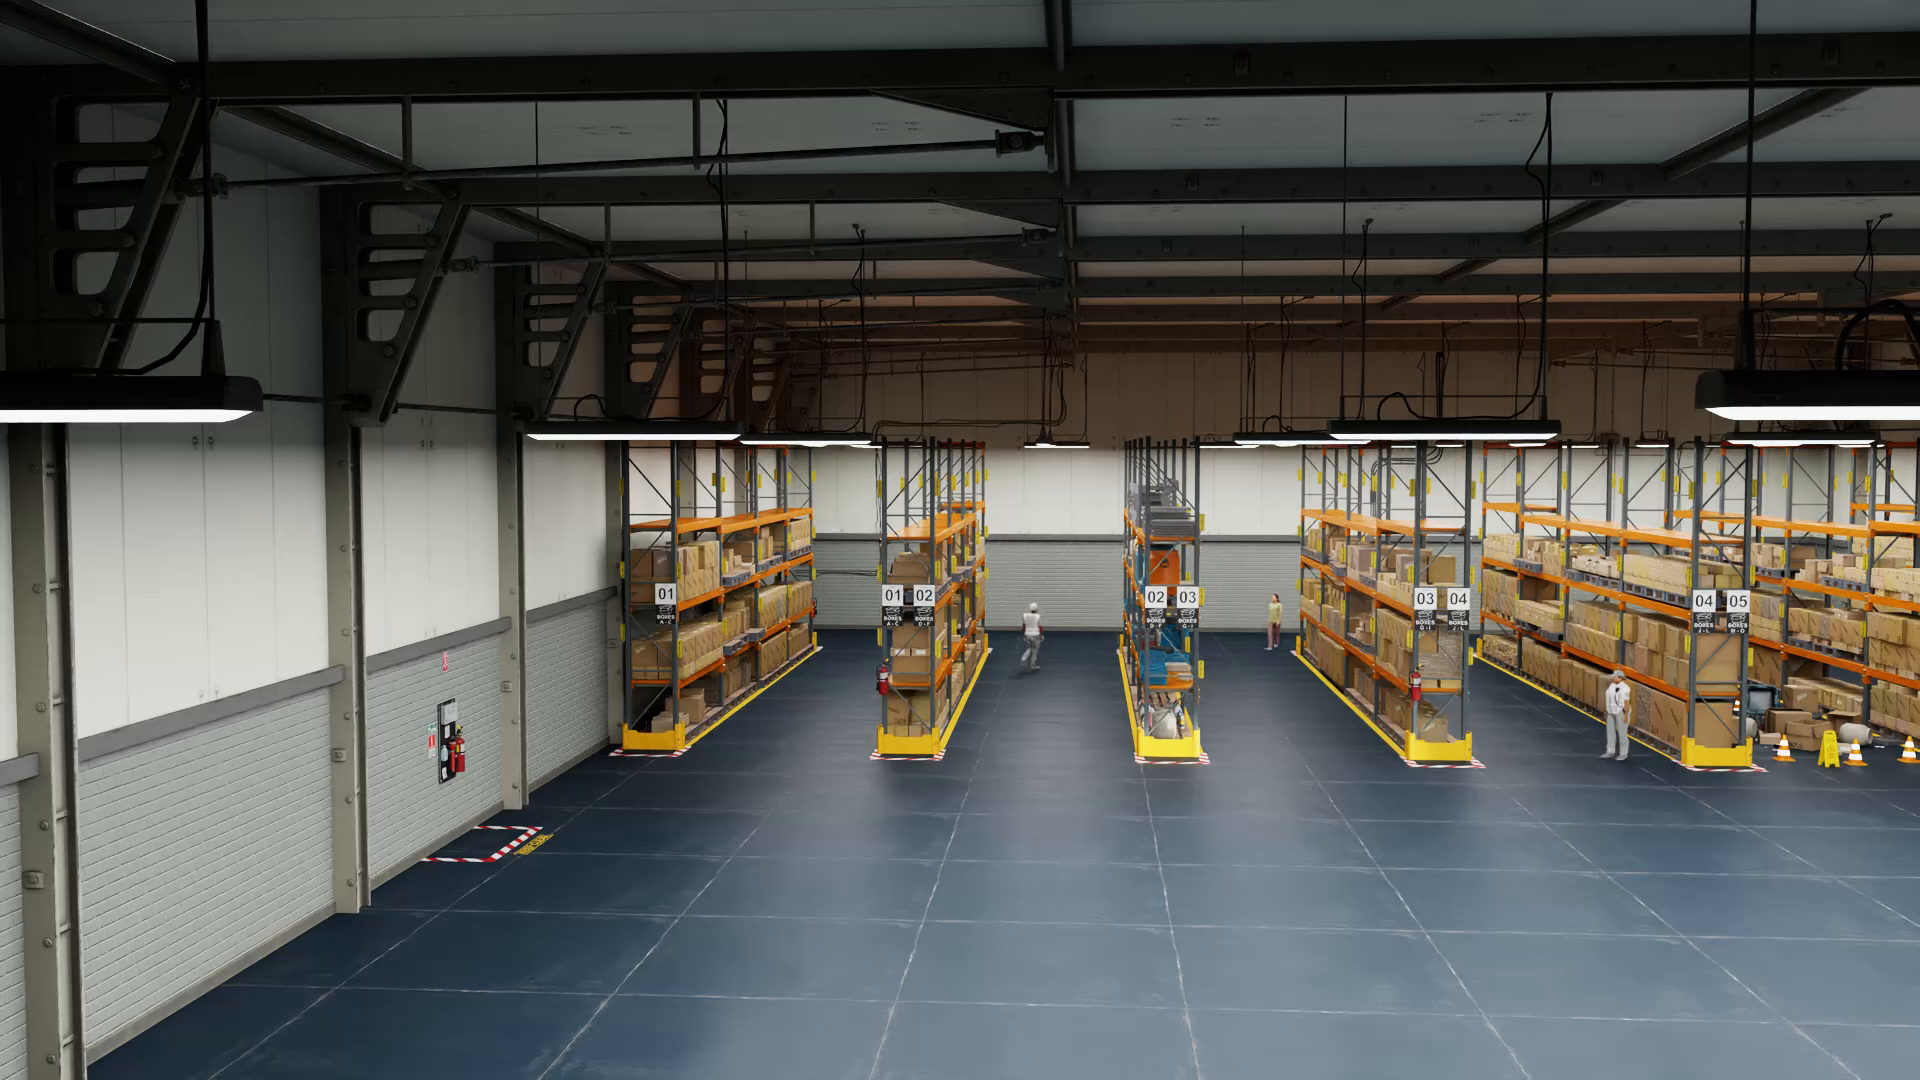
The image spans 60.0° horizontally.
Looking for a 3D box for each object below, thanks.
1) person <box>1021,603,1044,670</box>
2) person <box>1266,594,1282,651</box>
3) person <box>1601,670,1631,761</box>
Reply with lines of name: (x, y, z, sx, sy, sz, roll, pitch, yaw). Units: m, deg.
person: (1.901, 2.508, 43.404, 0.571, 1.755, 0.563, -2, 4, -38)
person: (9.023, 2.353, 47.772, 0.449, 1.626, 1.035, 0, 3, 9)
person: (12.197, 3.237, 30.869, 0.451, 1.680, 0.508, -1, 3, -20)
